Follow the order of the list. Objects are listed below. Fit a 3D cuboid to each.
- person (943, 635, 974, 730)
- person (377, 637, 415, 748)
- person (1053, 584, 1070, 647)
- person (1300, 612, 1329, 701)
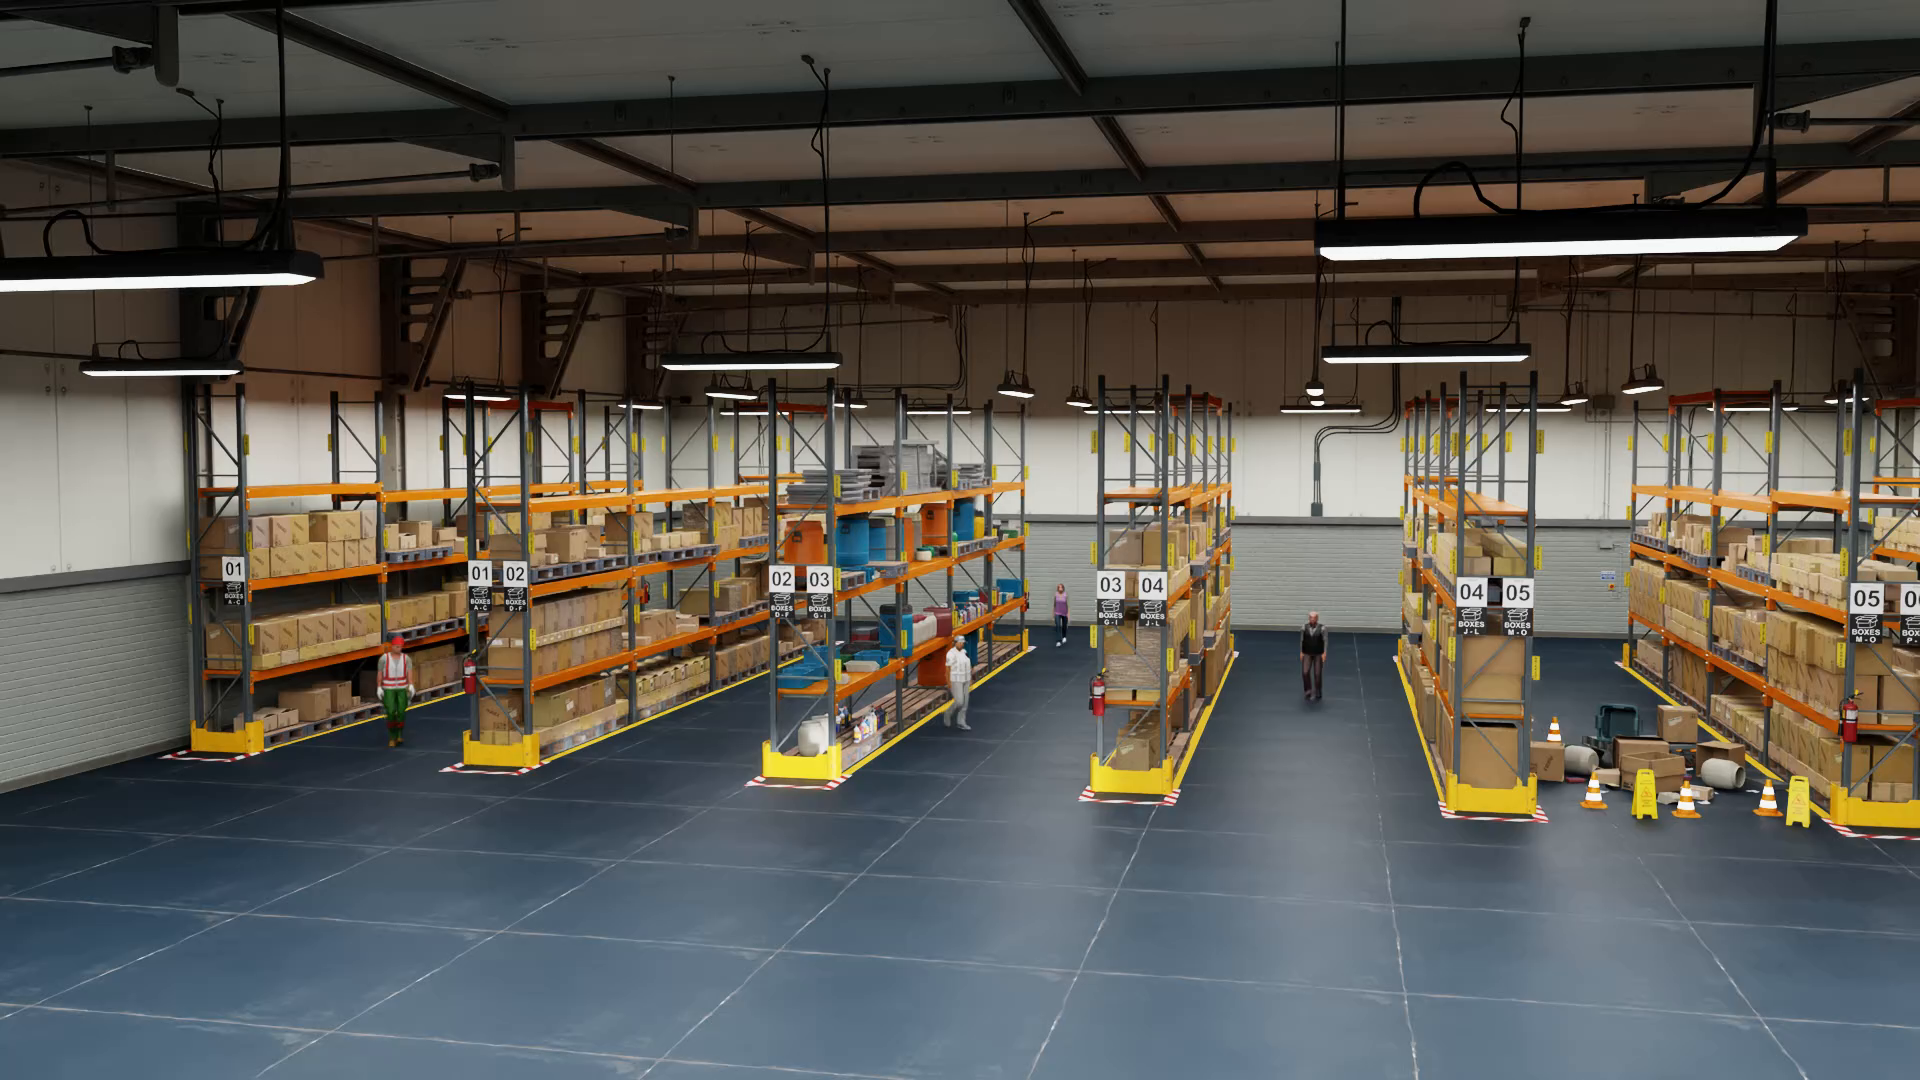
[{"bbox_3d":[-0.024,2.491,29.134,0.495,1.655,0.499,3,5,44],"label":"person"},{"bbox_3d":[-9.416,2.543,27.774,0.570,1.846,0.509,-2,4,-32],"label":"person"},{"bbox_3d":[2.537,1.848,41.400,0.424,1.535,1.009,0,3,3],"label":"person"},{"bbox_3d":[6.961,2.295,32.698,0.580,1.780,0.537,1,4,23],"label":"person"}]
